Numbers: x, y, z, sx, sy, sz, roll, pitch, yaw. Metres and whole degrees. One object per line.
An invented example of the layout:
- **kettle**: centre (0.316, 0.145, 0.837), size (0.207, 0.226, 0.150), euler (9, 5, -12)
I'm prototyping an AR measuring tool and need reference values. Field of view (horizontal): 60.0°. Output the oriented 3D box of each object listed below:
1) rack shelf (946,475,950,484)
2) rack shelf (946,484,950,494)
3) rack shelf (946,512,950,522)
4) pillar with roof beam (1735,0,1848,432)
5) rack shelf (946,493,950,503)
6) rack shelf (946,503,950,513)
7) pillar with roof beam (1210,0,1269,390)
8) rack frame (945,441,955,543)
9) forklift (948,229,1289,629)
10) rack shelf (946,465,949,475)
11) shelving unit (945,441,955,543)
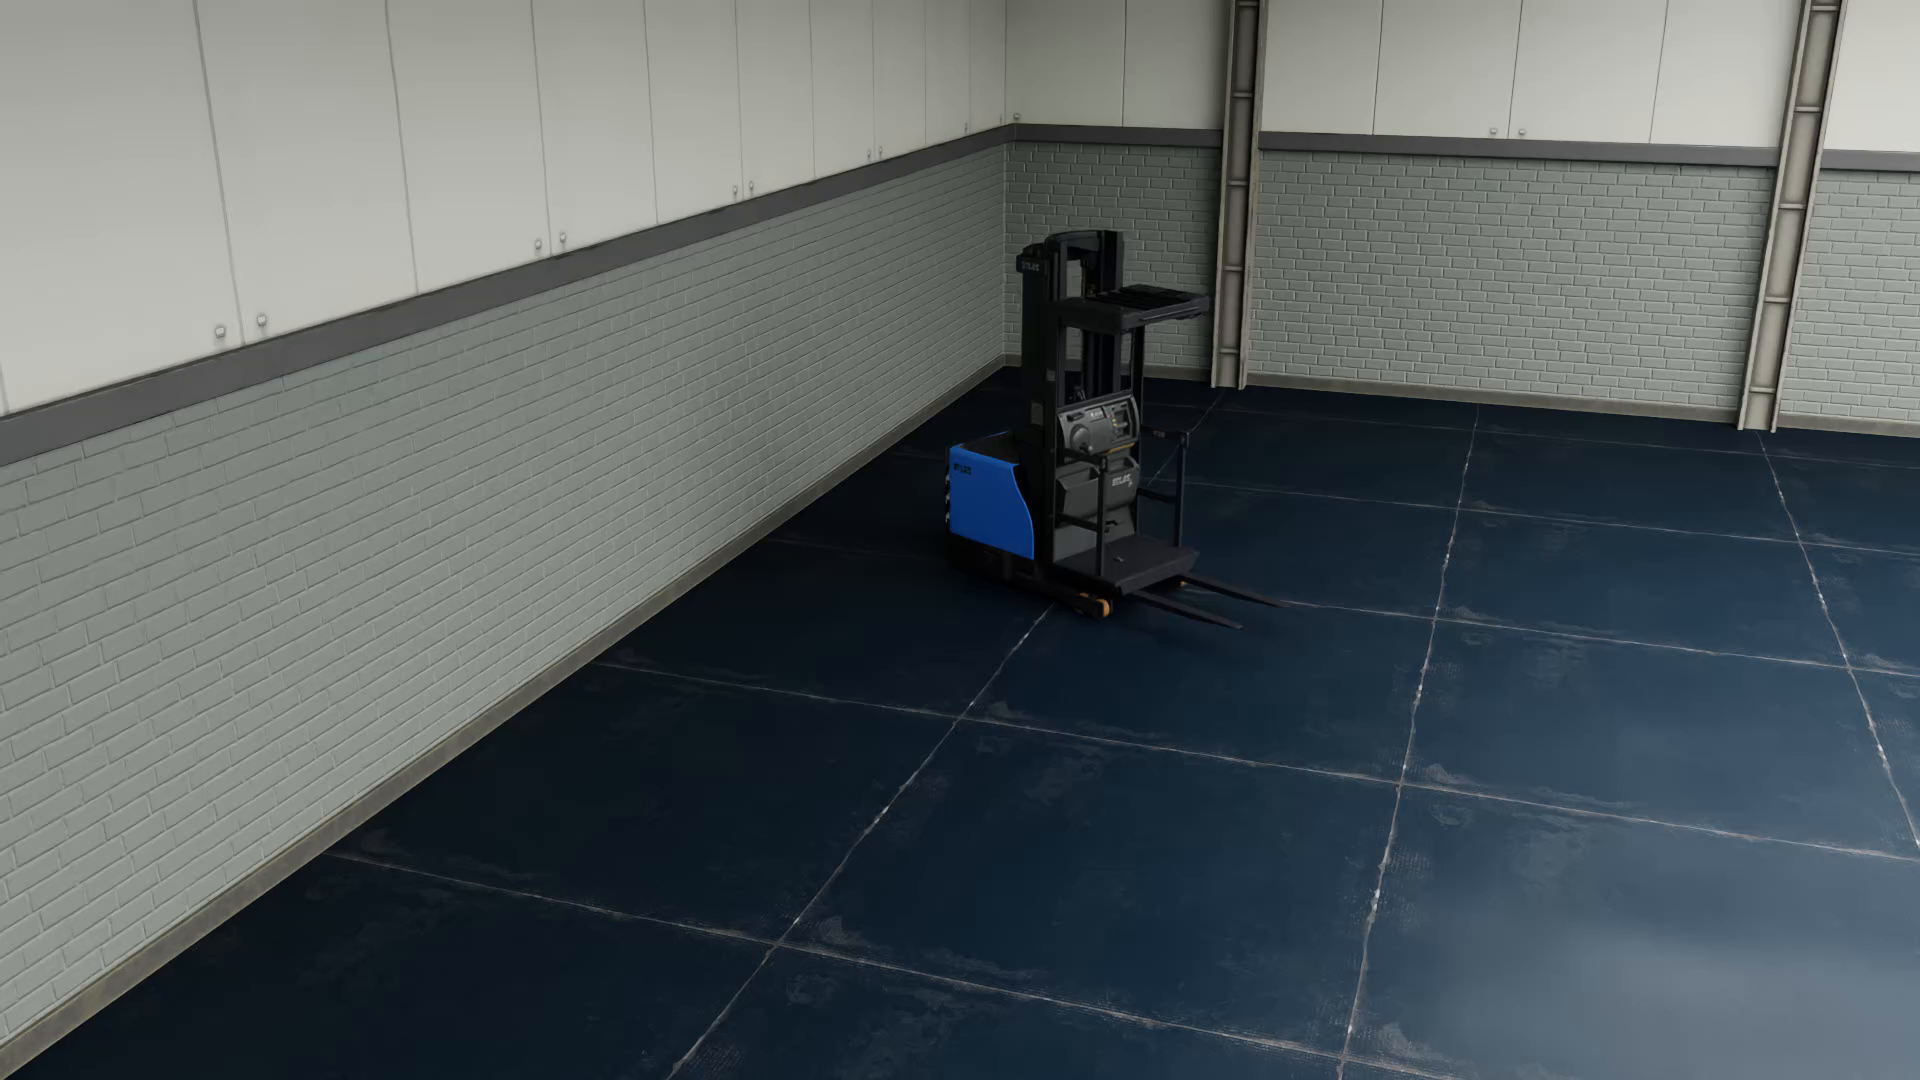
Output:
- **rack shelf**: centre (0.008, -0.563, 14.992), size (0.200, 0.077, 0.258), euler (7, 20, 18)
- **rack shelf**: centre (0.008, -0.478, 15.021), size (0.200, 0.077, 0.258), euler (7, 20, 18)
- **rack shelf**: centre (0.008, -0.223, 15.110), size (0.200, 0.077, 0.258), euler (7, 20, 18)
- **pillar with roof beam**: centre (7.599, -4.185, 13.524), size (0.400, 9.000, 9.100), euler (7, 20, 18)
- **rack shelf**: centre (0.008, -0.393, 15.051), size (0.200, 0.077, 0.258), euler (7, 20, 18)
- **rack shelf**: centre (0.008, -0.308, 15.080), size (0.200, 0.077, 0.258), euler (7, 20, 18)
- **pillar with roof beam**: centre (1.931, -4.833, 15.384), size (0.400, 9.000, 9.100), euler (7, 20, 18)
- **rack frame**: centre (-0.088, -0.435, 15.071), size (0.006, 0.900, 0.240), euler (7, 20, 18)
- **forklift**: centre (1.284, -0.938, 13.429), size (1.130, 2.935, 3.031), euler (-18, 26, -41)
- **rack shelf**: centre (0.008, -0.648, 14.962), size (0.200, 0.077, 0.258), euler (7, 20, 18)
- **shelving unit**: centre (0.008, -0.424, 15.040), size (0.210, 0.900, 0.258), euler (7, 20, 18)
